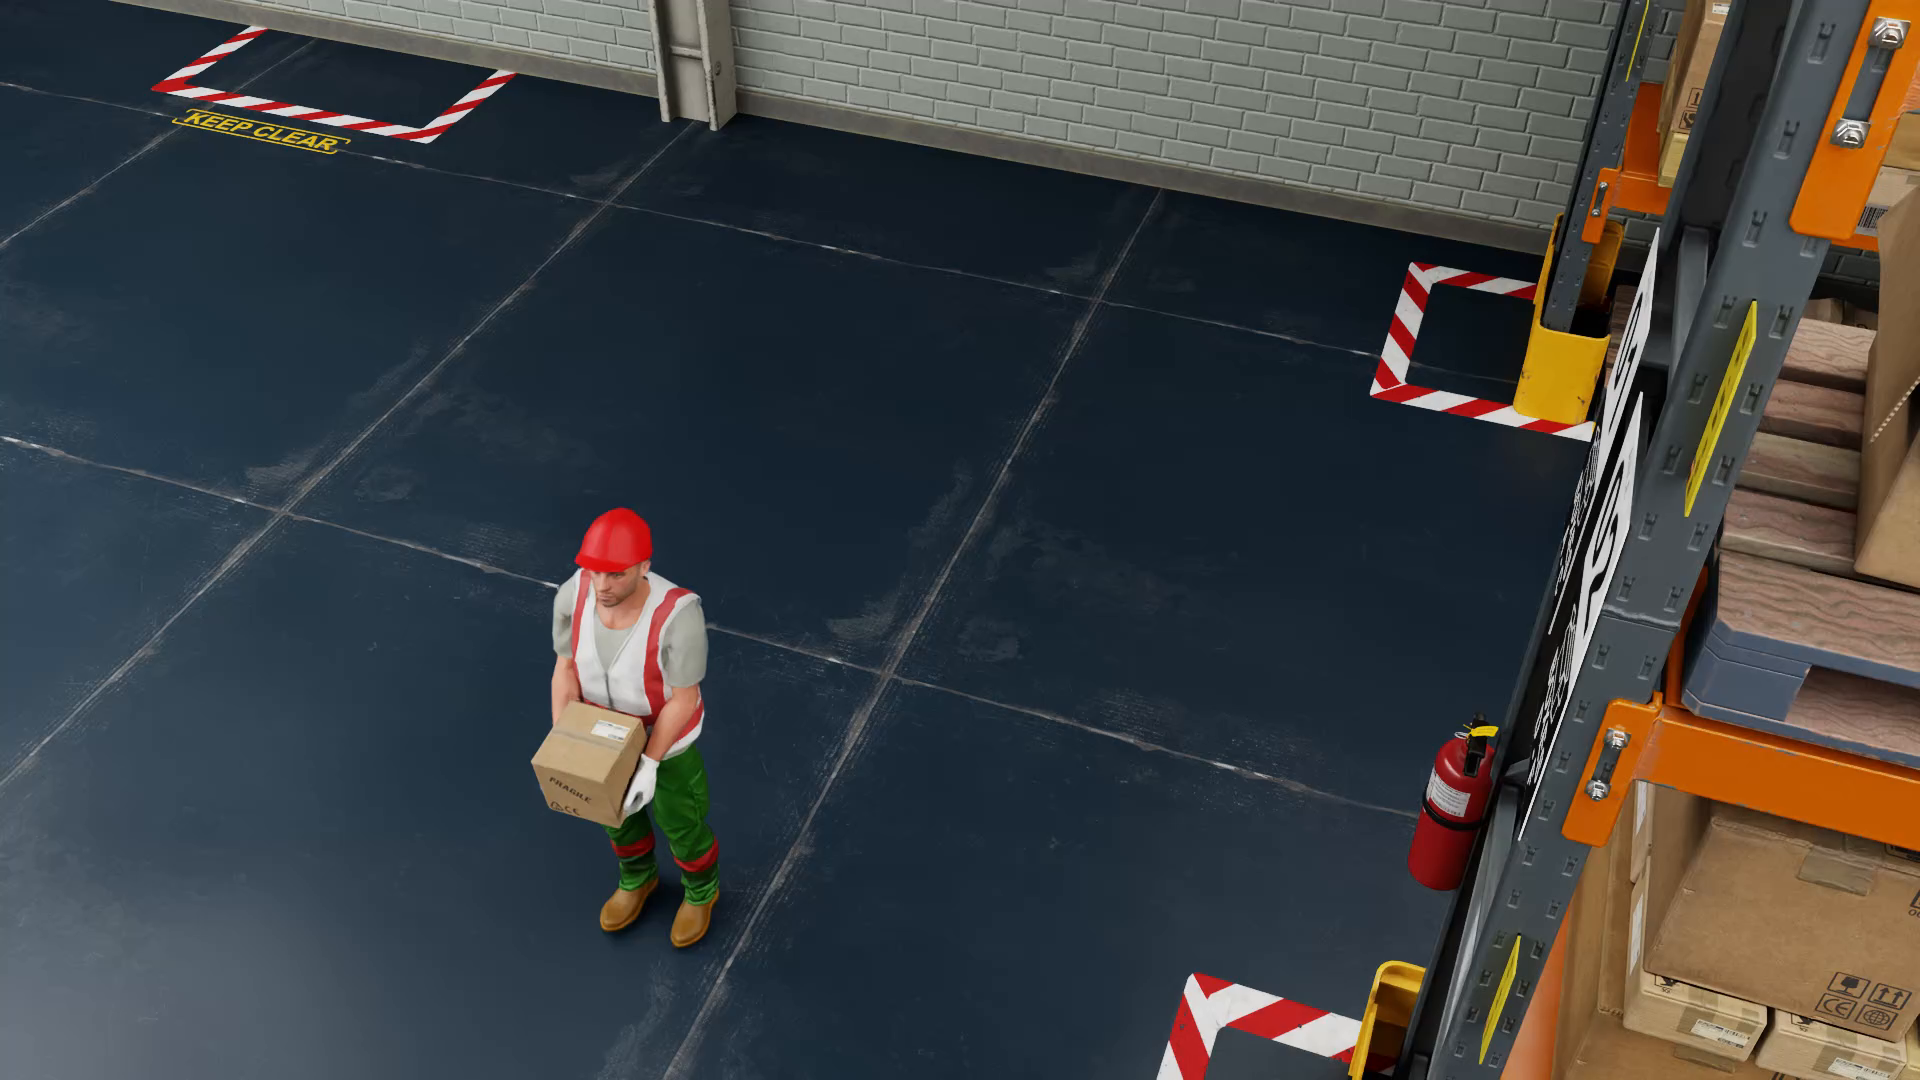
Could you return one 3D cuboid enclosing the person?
[{"bbox_3d":[-1.064,0.682,5.356,0.519,1.793,0.547,13,43,15],"label":"person"}]
